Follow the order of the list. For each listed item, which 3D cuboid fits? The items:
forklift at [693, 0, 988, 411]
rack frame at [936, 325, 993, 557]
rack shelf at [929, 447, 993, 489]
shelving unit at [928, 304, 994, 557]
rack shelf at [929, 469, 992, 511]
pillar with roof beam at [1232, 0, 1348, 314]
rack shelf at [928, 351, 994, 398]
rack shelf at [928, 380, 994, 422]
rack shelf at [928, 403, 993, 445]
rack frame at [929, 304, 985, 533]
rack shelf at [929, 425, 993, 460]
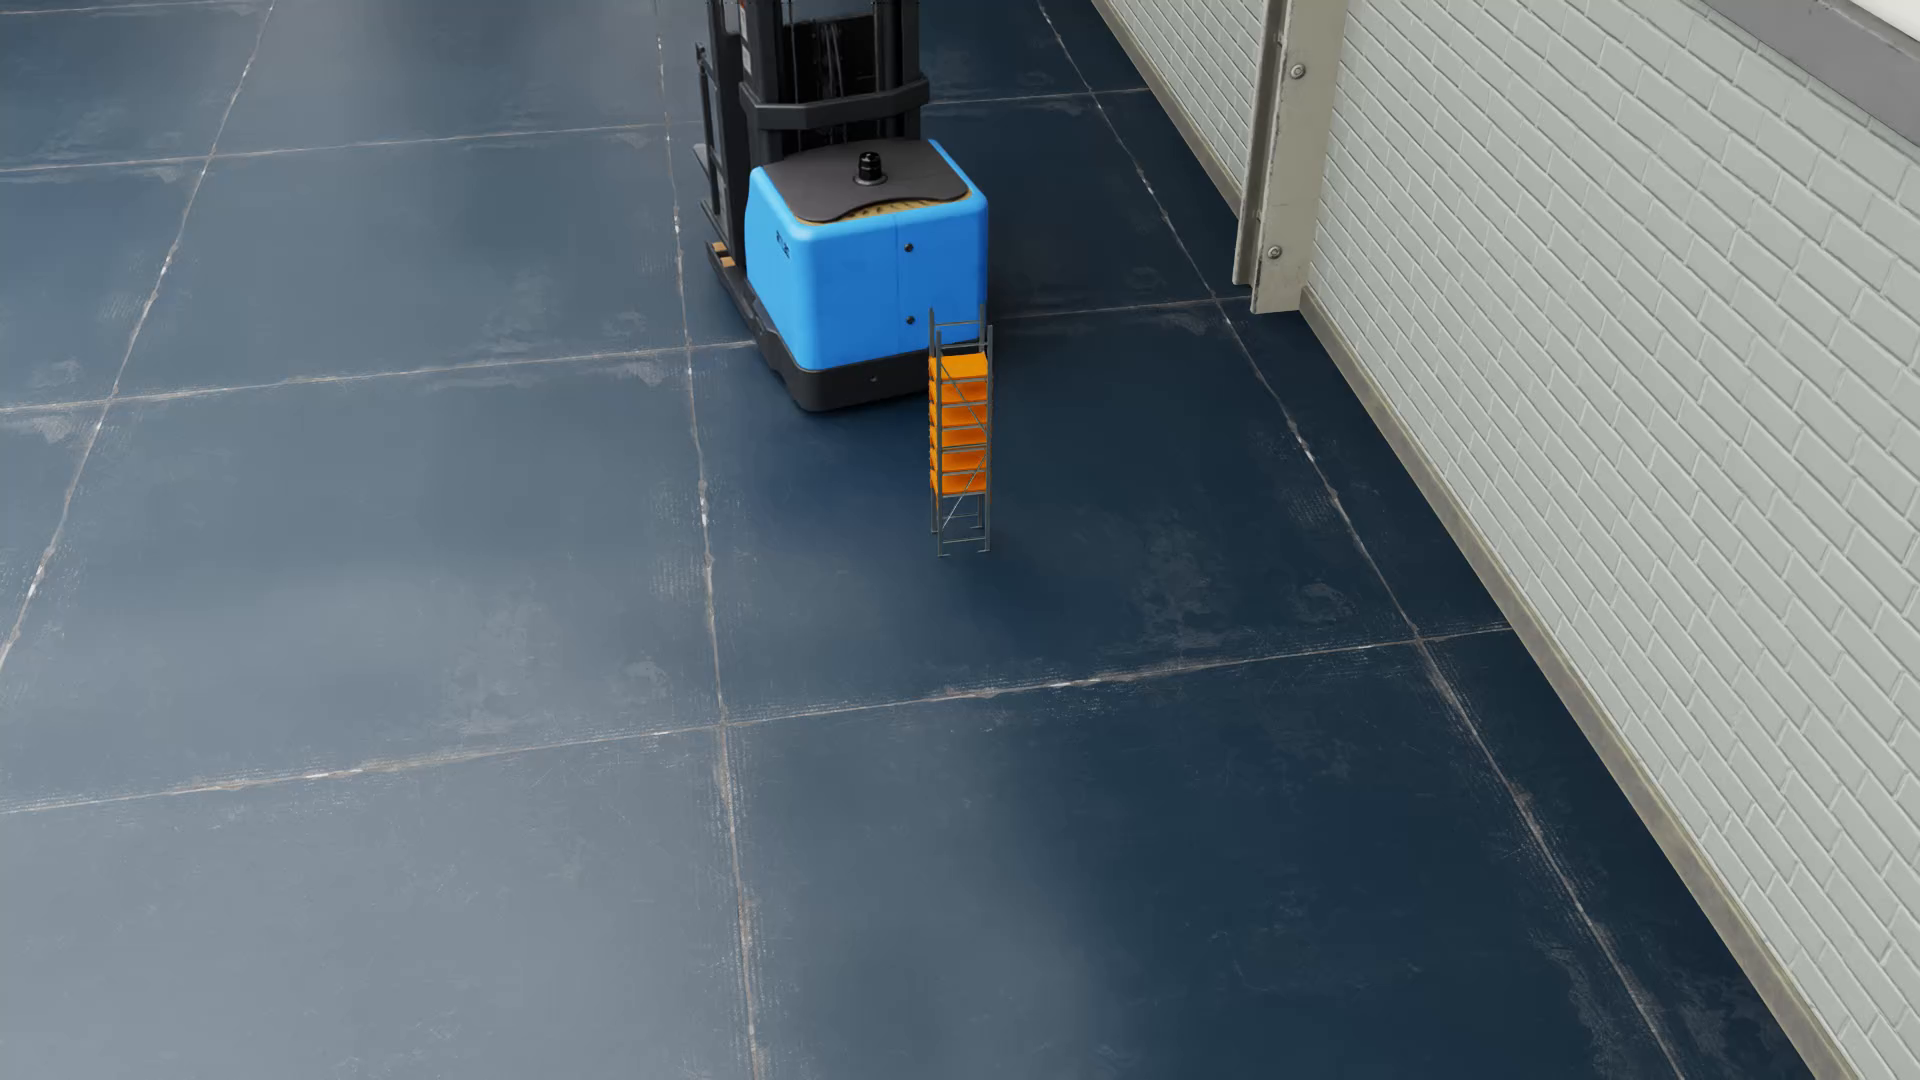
[{"bbox_3d":[-0.846,-2.718,8.860,1.130,2.935,3.031,-13,40,-16],"label":"forklift"},{"bbox_3d":[0.019,-0.410,7.300,0.240,1.200,0.006,-6,38,-8],"label":"rack frame"},{"bbox_3d":[0.003,-0.335,7.472,0.258,0.103,0.180,-6,38,-8],"label":"rack shelf"},{"bbox_3d":[0.003,-0.465,7.371,0.258,1.200,0.189,-6,38,-8],"label":"shelving unit"},{"bbox_3d":[0.003,-0.240,7.545,0.258,0.103,0.180,-6,38,-8],"label":"rack shelf"},{"bbox_3d":[-2.467,-4.504,6.212,9.100,9.000,0.400,-6,38,-8],"label":"pillar with roof beam"},{"bbox_3d":[0.003,-0.714,7.177,0.258,0.103,0.180,-6,38,-8],"label":"rack shelf"},{"bbox_3d":[0.003,-0.620,7.251,0.258,0.103,0.180,-6,38,-8],"label":"rack shelf"},{"bbox_3d":[0.003,-0.525,7.324,0.258,0.103,0.180,-6,38,-8],"label":"rack shelf"},{"bbox_3d":[-0.013,-0.520,7.442,0.240,1.200,0.006,-6,38,-8],"label":"rack frame"},{"bbox_3d":[0.003,-0.430,7.398,0.258,0.103,0.180,-6,38,-8],"label":"rack shelf"}]
